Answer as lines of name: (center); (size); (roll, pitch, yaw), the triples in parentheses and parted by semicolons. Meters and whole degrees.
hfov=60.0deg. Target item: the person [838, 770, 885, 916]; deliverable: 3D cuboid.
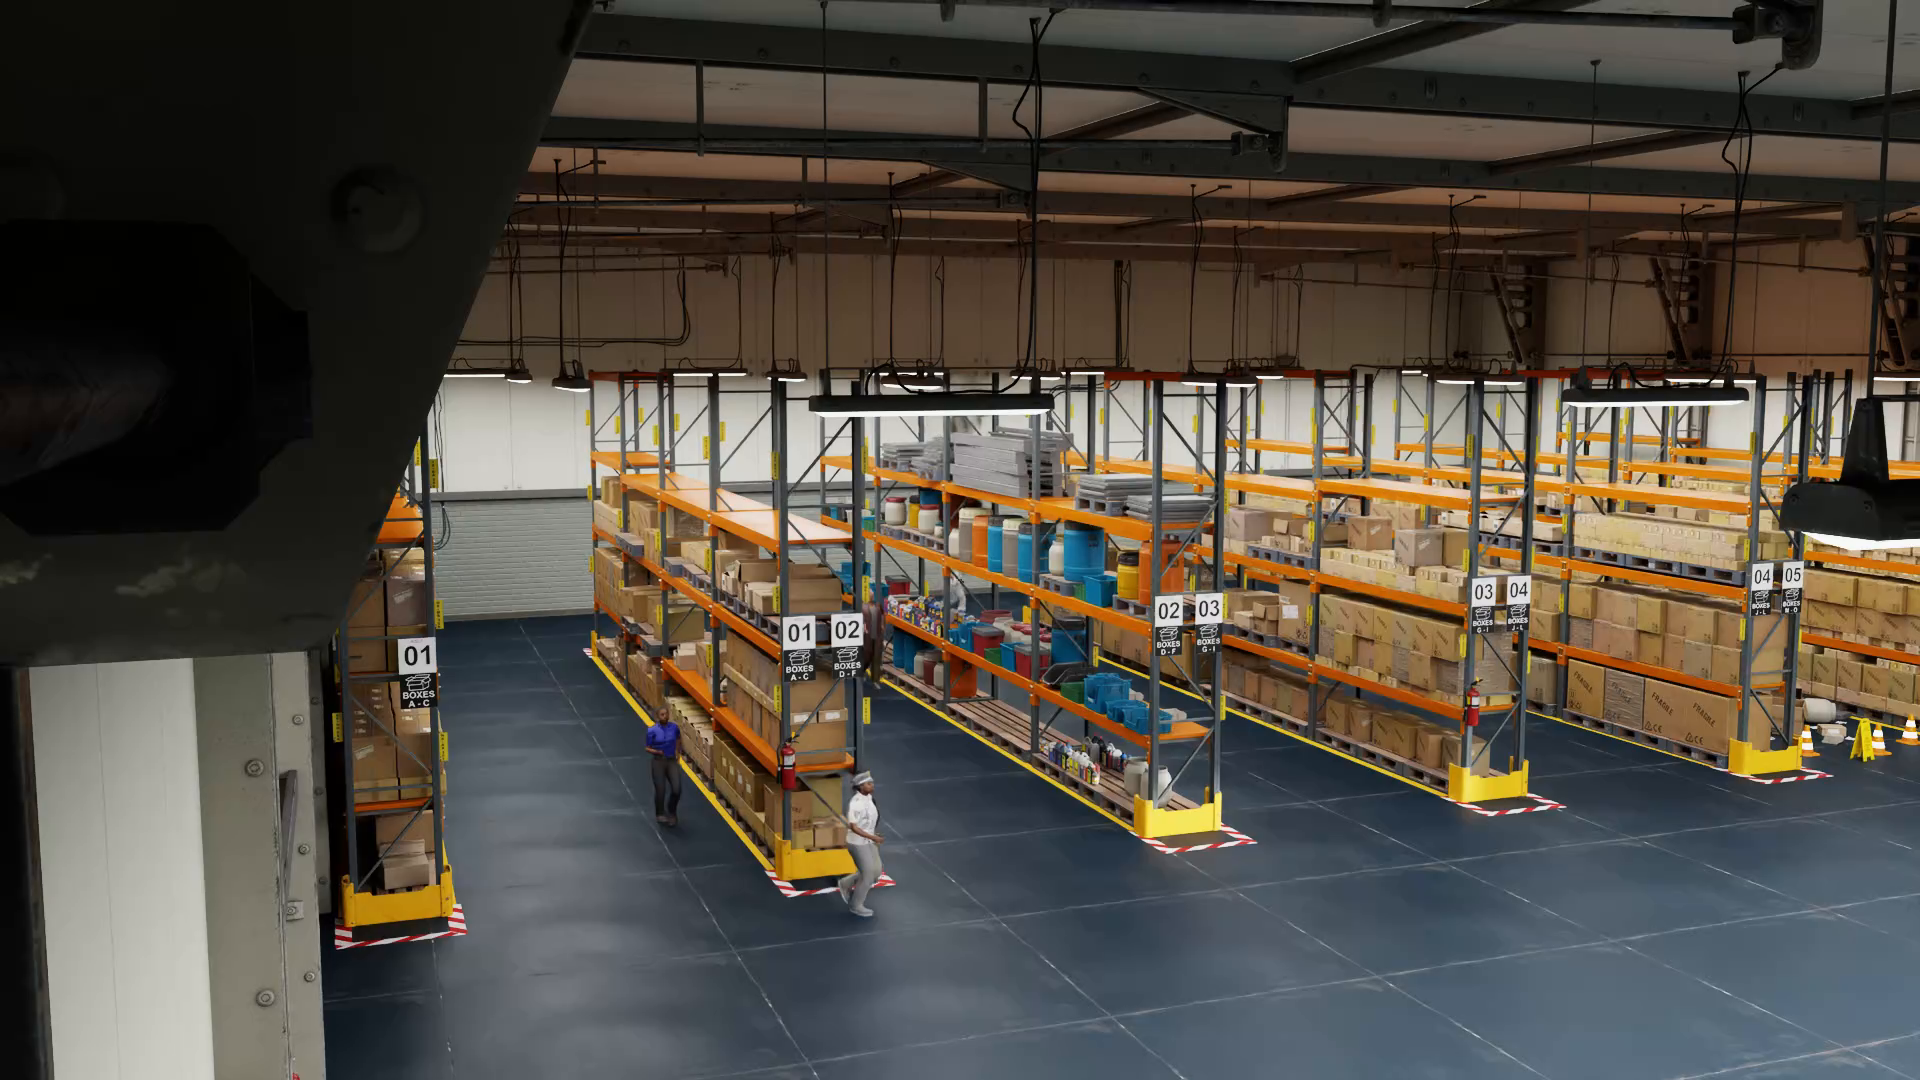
person: (-1.114, 3.421, 18.881); (0.603, 1.655, 0.614); (1, 7, 13)

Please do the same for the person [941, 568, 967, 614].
person: (-0.150, 1.056, 39.405); (0.914, 1.765, 0.670); (-1, 6, -7)

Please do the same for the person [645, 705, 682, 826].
person: (-3.933, 3.045, 22.281); (0.542, 1.636, 0.671); (-3, 7, -23)

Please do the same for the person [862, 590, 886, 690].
person: (-1.622, 1.795, 30.318); (0.710, 1.793, 0.858); (-3, 7, -24)
